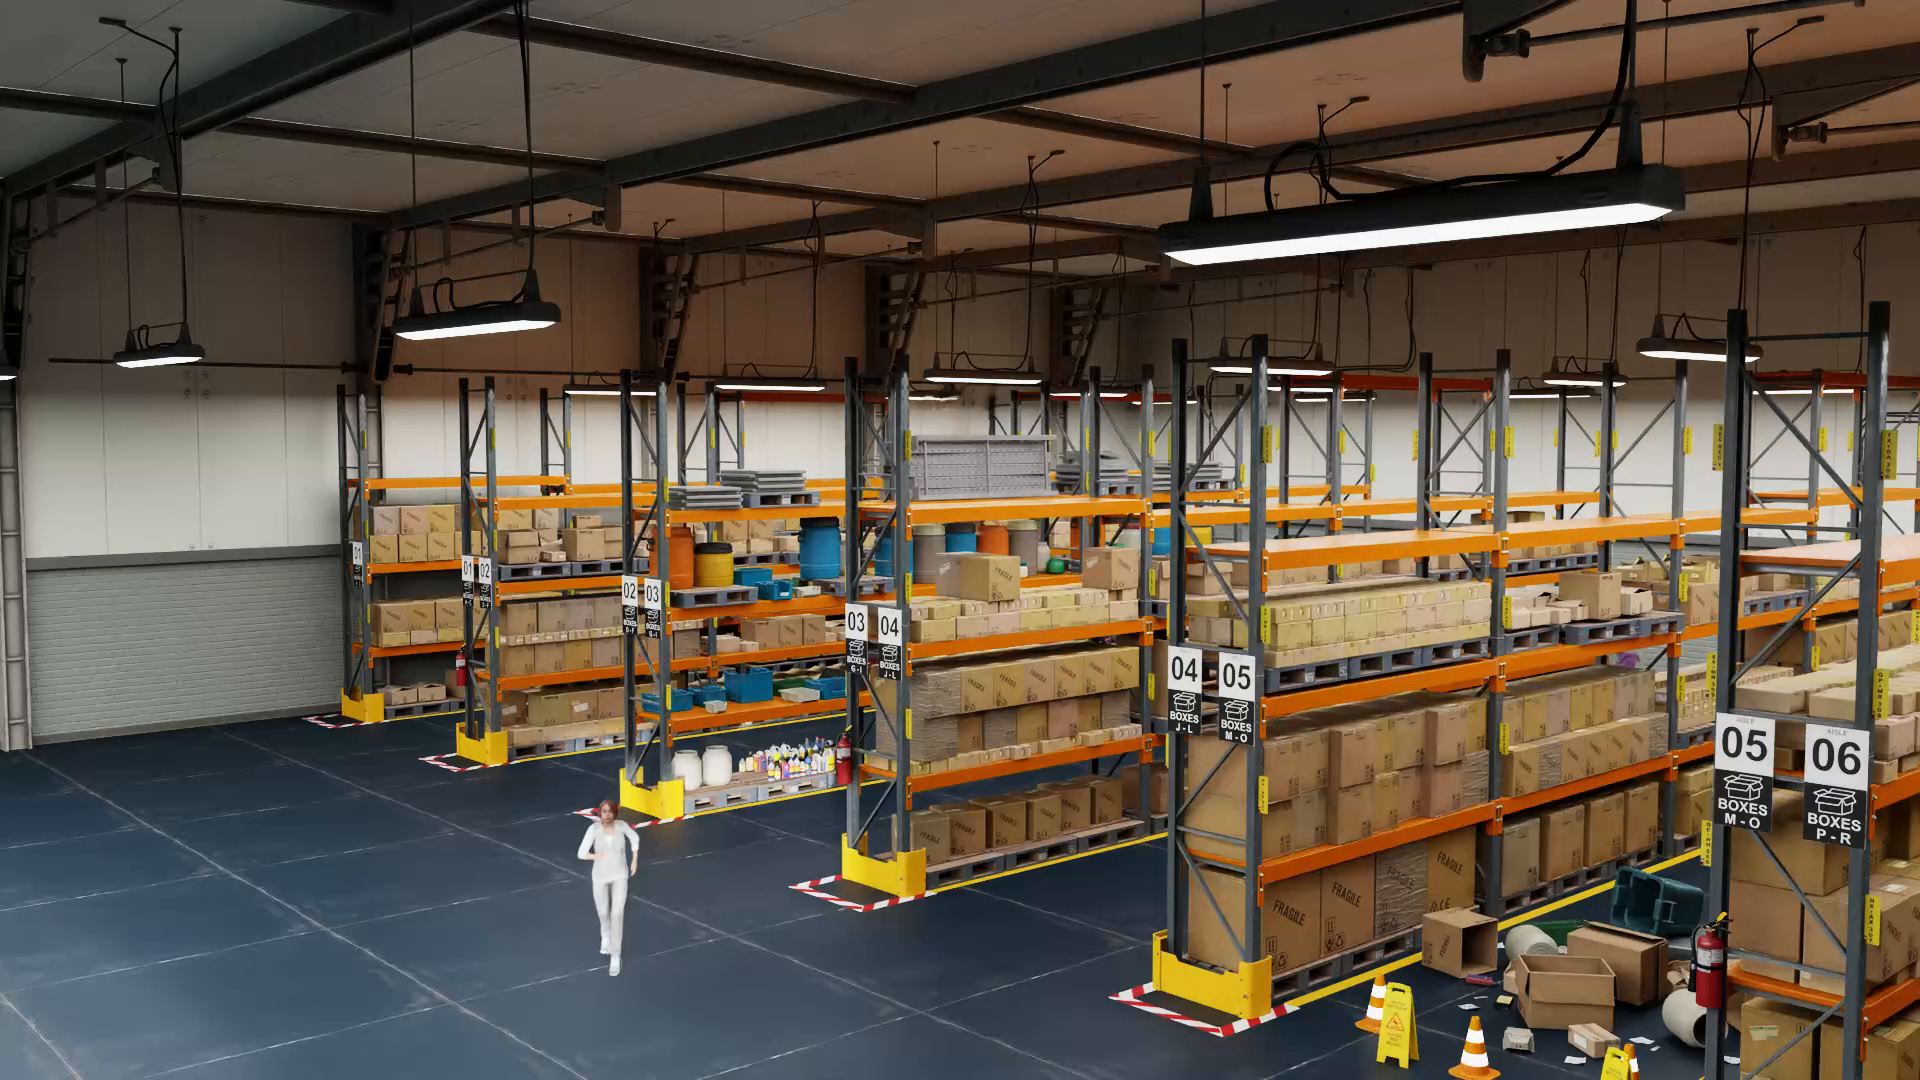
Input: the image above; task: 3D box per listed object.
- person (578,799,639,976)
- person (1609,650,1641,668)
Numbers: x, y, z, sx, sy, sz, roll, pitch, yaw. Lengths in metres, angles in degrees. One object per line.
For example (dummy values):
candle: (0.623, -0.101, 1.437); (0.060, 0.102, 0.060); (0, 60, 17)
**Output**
person: (-3.389, 3.294, 16.063); (0.565, 1.631, 0.778); (-1, 4, -9)
person: (12.015, 2.401, 30.068); (0.574, 1.602, 0.844); (-2, 4, -24)
